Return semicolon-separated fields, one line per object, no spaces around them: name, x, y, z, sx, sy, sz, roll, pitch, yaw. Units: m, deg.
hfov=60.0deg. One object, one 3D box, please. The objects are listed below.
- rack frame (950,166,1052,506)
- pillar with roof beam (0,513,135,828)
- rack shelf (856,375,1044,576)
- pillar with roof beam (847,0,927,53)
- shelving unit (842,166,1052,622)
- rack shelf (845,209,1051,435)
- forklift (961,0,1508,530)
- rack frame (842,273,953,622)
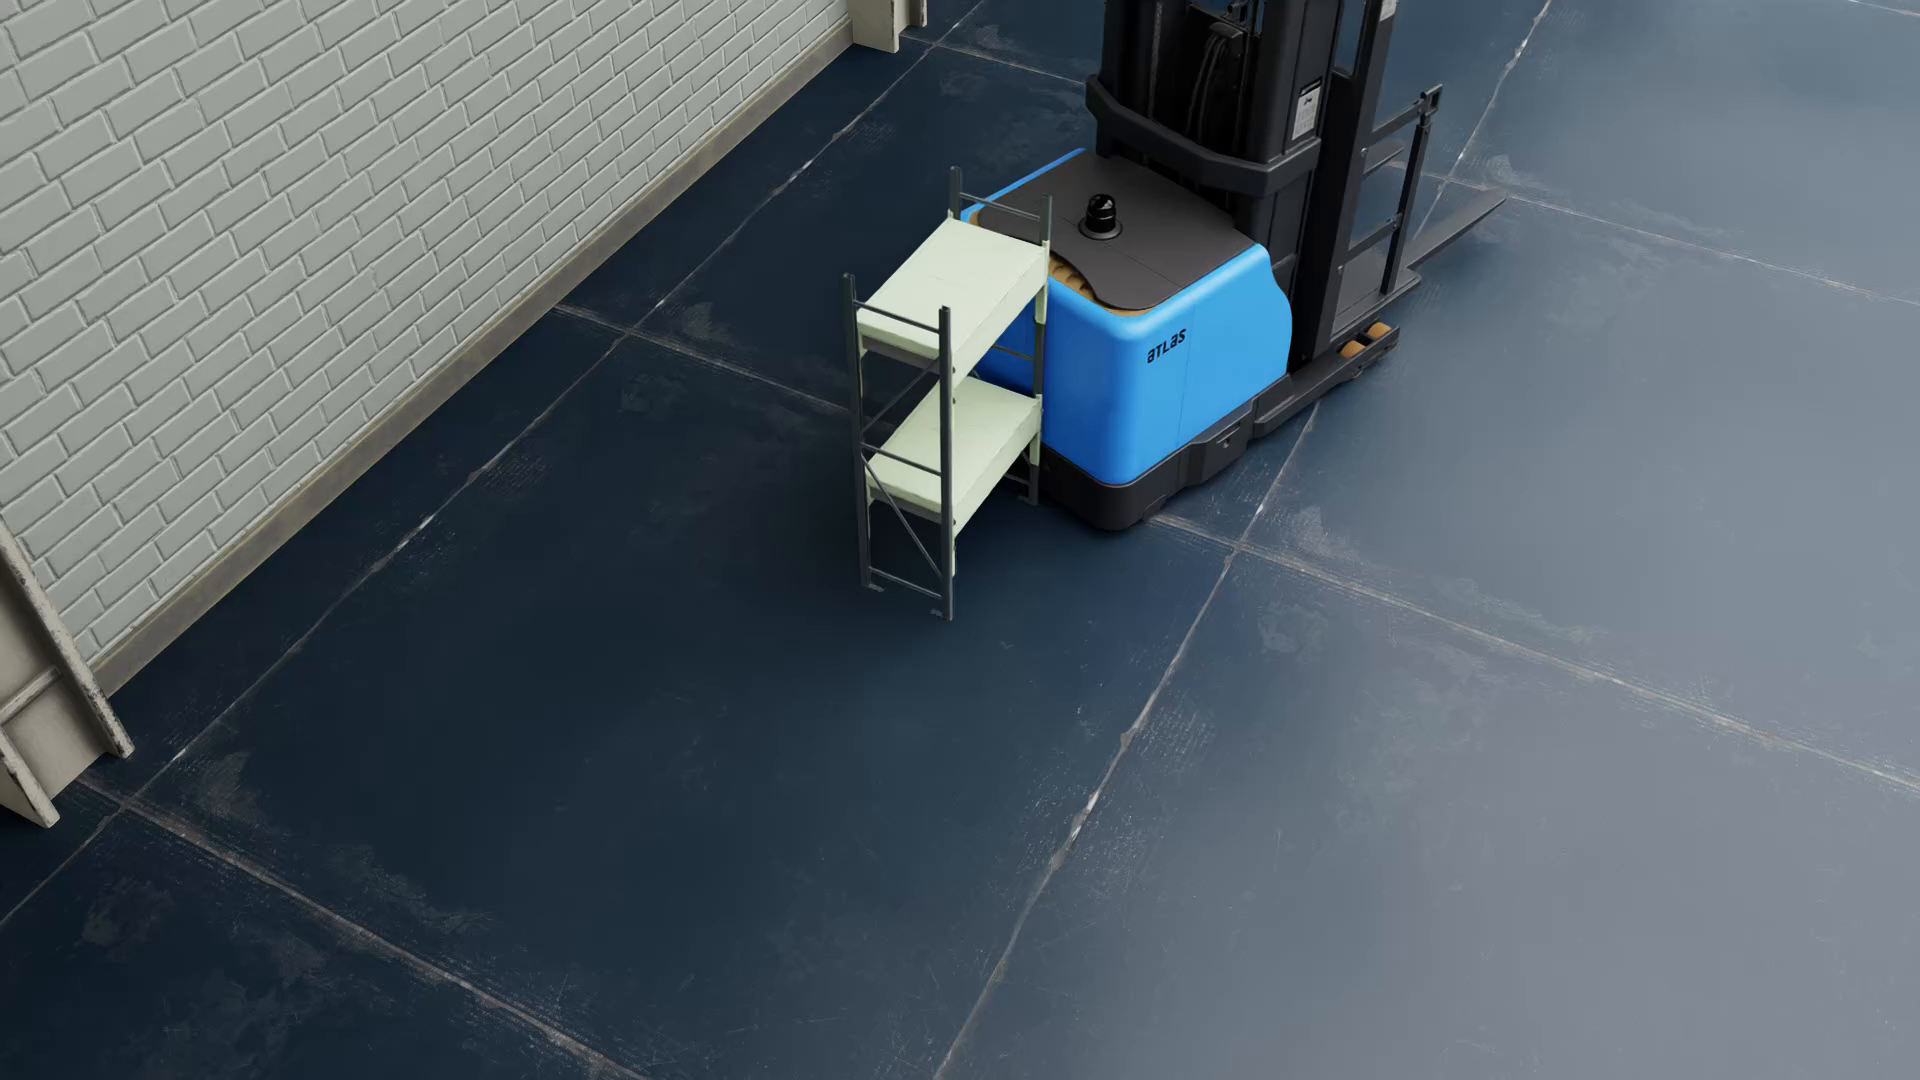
rack frame;0.143;-0.742;6.429;0.400;1.500;0.023;21;49;20
pillar with roof beam;0.609;-0.916;1.328;9.100;9.000;0.400;20;49;19
rack shelf;-0.033;-0.285;6.435;0.431;0.370;0.720;21;49;20
pillar with roof beam;3.394;-4.696;5.064;9.100;9.000;0.400;20;49;19
shelving unit;-0.033;-0.514;6.203;0.431;1.500;0.755;21;49;20
rack shelf;-0.033;-0.788;5.926;0.431;0.370;0.720;21;49;20
forklift;1.348;-1.997;6.663;3.031;2.935;1.130;-34;54;-29
rack frame;-0.209;-0.286;5.978;0.400;1.500;0.023;21;49;20
